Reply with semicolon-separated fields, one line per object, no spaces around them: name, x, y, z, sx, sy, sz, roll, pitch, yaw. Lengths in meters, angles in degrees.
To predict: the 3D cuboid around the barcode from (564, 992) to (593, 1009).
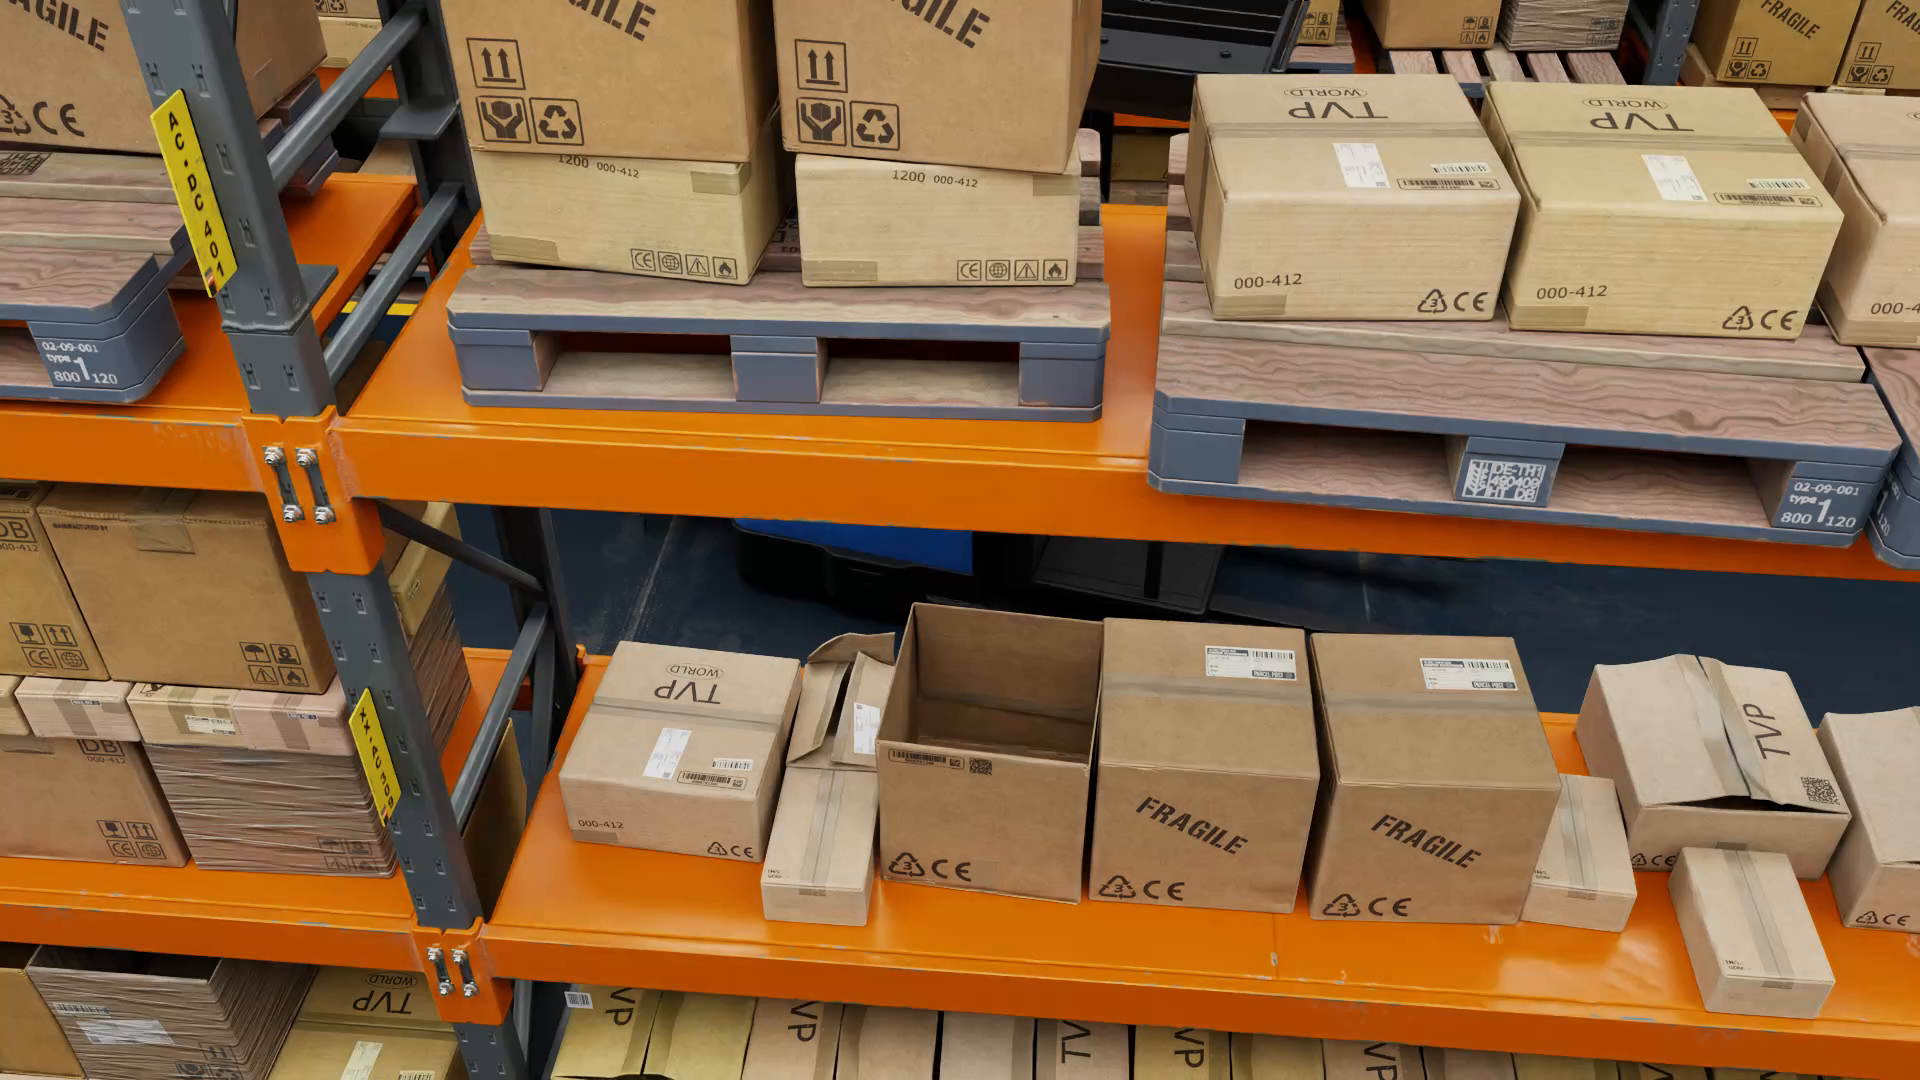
barcode;-0.983;1.187;4.287;0.075;0.075;0.001;3;39;4

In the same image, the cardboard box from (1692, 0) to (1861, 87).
cardboard box;3.670;-2.388;7.477;0.500;0.500;0.500;4;39;5

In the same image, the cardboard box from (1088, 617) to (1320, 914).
cardboard box;0.587;0.554;4.114;0.500;0.500;0.500;3;39;4

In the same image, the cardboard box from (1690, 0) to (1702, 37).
cardboard box;3.701;-2.715;7.879;0.500;0.500;0.500;3;39;4

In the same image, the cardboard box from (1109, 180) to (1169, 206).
cardboard box;0.981;-1.753;8.659;0.500;0.500;0.700;4;39;4

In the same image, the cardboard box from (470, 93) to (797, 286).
cardboard box;-0.588;-0.744;3.198;0.500;0.250;0.500;7;40;8

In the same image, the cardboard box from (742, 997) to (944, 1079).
cardboard box;-0.313;1.380;4.579;0.500;0.311;0.500;3;39;3

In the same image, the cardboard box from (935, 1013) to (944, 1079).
cardboard box;-0.311;1.594;4.760;0.500;0.250;0.500;4;39;5

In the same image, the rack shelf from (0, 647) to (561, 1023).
rack shelf;-3.194;0.655;4.640;4.000;0.370;1.077;3;39;4

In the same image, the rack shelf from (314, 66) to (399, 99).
rack shelf;-2.770;-2.461;8.467;4.000;0.370;1.077;3;39;4

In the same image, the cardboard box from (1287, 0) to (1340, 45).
cardboard box;1.495;-2.696;7.758;0.500;0.500;0.700;3;39;4

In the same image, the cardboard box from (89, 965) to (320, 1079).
cardboard box;-2.179;1.467;4.917;0.500;0.250;0.500;3;39;4

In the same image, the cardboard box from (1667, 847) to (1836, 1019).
cardboard box;1.864;0.925;3.937;0.250;0.149;0.380;3;39;4

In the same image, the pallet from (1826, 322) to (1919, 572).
pallet;2.100;-0.369;3.100;1.003;0.211;1.213;5;39;6

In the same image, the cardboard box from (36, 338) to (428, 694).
cardboard box;-1.644;-0.078;3.862;0.500;0.500;0.700;3;39;4

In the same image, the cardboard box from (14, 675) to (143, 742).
cardboard box;-1.998;0.287;3.929;0.250;0.149;0.380;2;39;3

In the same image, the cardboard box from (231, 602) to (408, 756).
cardboard box;-1.490;0.314;3.895;0.250;0.149;0.380;3;39;4

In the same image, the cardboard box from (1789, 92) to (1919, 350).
cardboard box;1.803;-0.572;2.987;0.500;0.250;0.500;4;39;5

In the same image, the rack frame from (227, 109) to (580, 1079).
rack frame;-1.201;0.484;4.279;0.127;3.000;1.000;3;39;4

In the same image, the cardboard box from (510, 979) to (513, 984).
cardboard box;-1.637;1.172;5.279;0.500;0.250;0.500;3;39;4

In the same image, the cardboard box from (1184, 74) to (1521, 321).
cardboard box;0.699;-0.641;3.071;0.500;0.250;0.500;0;39;0

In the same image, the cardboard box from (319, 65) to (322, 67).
cardboard box;-3.278;-2.522;8.075;0.500;0.250;0.500;3;39;3

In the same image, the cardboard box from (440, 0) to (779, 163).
cardboard box;-0.590;-1.016;2.938;0.500;0.500;0.500;4;39;4

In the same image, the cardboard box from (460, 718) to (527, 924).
cardboard box;-1.636;0.875;5.050;0.500;0.500;0.500;3;39;4

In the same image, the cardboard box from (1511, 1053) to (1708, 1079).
cardboard box;1.723;1.490;4.444;0.500;0.311;0.500;3;39;3

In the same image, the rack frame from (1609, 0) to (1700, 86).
rack frame;3.208;-2.413;7.839;0.127;3.000;1.000;3;39;4

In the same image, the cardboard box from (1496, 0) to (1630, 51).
cardboard box;2.739;-2.642;7.692;0.500;0.500;0.700;-1;39;-1

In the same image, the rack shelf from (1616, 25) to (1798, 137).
rack shelf;5.200;-2.025;7.932;4.000;0.370;1.077;3;39;4

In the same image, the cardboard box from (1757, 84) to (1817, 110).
cardboard box;3.766;-2.141;7.687;0.250;0.149;0.380;4;39;4

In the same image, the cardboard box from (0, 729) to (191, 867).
cardboard box;-2.170;0.401;4.302;0.500;0.500;0.700;3;39;3

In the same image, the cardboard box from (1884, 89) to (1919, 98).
cardboard box;4.285;-2.137;7.683;0.250;0.149;0.380;3;39;3

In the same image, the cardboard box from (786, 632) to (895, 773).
cardboard box;-0.309;0.469;4.404;0.258;0.266;0.396;2;39;3

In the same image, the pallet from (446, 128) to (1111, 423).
pallet;-0.321;-0.565;3.343;1.217;0.209;0.805;2;39;2

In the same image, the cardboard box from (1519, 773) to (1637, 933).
cardboard box;1.509;0.766;4.132;0.250;0.149;0.380;6;40;7

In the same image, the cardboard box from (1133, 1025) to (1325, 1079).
cardboard box;0.721;1.433;4.515;0.500;0.311;0.500;4;39;5

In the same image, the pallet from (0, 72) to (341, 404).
pallet;-2.053;-0.675;3.397;1.213;0.211;1.003;3;39;4

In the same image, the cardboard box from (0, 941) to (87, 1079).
cardboard box;-2.677;1.150;4.713;0.500;0.500;0.500;3;39;4

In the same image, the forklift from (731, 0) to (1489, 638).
forklift;0.628;-0.988;6.142;3.031;2.935;1.130;11;40;13

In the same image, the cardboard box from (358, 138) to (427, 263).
cardboard box;-2.786;-1.854;8.783;0.500;0.500;0.700;1;39;1

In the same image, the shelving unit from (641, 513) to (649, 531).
shelving unit;-1.135;-0.576;7.007;0.503;1.200;0.258;1;39;2

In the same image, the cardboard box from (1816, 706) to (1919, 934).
cardboard box;2.425;0.690;4.097;0.500;0.311;0.500;5;39;7

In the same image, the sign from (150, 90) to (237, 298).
sign;-1.247;-0.561;2.715;0.005;0.325;0.100;3;39;4

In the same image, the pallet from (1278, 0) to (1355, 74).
pallet;1.232;-2.421;8.000;1.213;0.211;1.003;3;39;4

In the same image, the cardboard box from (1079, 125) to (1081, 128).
cardboard box;0.396;-2.072;8.457;0.500;0.250;0.500;2;39;3
